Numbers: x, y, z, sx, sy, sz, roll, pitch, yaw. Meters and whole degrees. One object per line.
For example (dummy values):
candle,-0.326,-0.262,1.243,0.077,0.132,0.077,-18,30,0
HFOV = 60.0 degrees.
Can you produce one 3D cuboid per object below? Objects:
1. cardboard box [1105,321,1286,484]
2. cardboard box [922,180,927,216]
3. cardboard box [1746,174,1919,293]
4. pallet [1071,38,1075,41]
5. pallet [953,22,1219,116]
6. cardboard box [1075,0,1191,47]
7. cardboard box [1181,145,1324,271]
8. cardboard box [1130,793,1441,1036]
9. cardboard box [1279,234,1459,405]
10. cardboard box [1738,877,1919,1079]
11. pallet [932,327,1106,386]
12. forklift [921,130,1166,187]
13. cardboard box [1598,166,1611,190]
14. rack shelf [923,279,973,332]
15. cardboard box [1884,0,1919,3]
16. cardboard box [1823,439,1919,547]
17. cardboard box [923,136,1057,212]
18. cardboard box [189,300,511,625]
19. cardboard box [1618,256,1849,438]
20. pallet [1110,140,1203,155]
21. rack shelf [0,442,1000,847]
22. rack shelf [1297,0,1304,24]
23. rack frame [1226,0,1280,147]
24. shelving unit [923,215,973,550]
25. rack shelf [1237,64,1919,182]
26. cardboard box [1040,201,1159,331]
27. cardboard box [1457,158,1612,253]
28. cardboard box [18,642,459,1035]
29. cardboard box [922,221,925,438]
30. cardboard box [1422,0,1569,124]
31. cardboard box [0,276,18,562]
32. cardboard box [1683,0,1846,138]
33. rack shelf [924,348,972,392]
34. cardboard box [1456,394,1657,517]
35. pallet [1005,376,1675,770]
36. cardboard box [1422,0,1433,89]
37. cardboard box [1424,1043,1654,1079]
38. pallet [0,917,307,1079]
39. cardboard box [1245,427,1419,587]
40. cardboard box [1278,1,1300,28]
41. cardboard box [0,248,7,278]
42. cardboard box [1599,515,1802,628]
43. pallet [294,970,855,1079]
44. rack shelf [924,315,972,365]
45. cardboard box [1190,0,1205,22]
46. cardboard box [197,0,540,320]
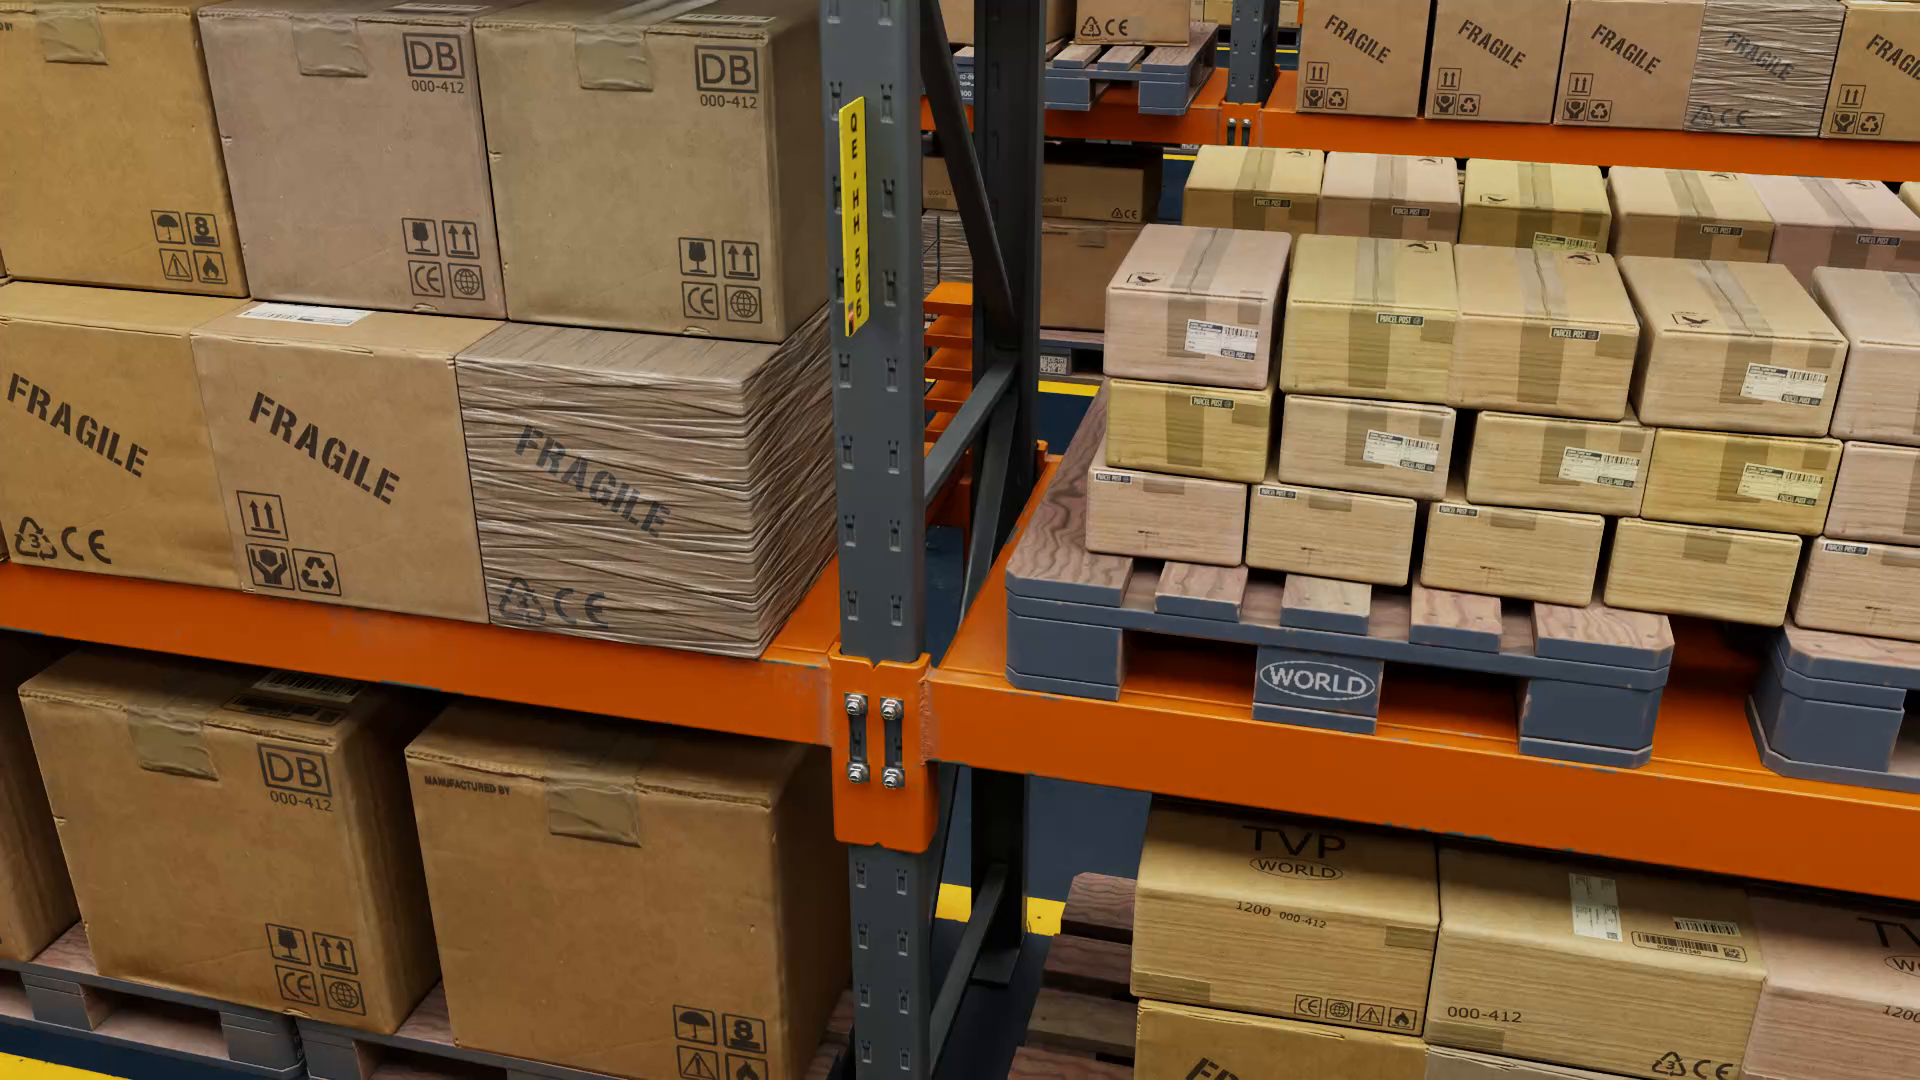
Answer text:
cardboard box,0.403,-0.244,2.730,0.250,0.149,0.380,7,26,15
cardboard box,-0.427,-1.468,8.240,0.500,0.500,0.700,9,27,17
cardboard box,1.561,-0.541,3.008,0.250,0.149,0.380,6,26,13
pallet,1.823,-5.323,17.186,1.213,0.211,1.003,6,26,13
pallet,0.601,-2.168,7.537,1.003,0.211,1.213,6,26,13
cardboard box,0.785,-2.499,7.404,0.500,0.500,0.500,3,26,7
cardboard box,0.574,-0.652,3.241,0.250,0.149,0.380,5,26,11
cardboard box,0.592,0.606,3.034,0.500,0.250,0.500,5,26,11
cardboard box,0.645,-0.356,2.619,0.250,0.149,0.380,6,26,12
cardboard box,1.559,0.719,2.797,0.500,0.250,0.500,7,26,13
pallet,0.561,-1.048,8.205,1.213,0.211,1.003,6,26,13
forklift,-0.257,-3.391,9.963,3.031,2.935,1.130,7,26,14
cardboard box,2.842,-1.272,7.415,0.875,0.875,1.225,6,26,13
rack shelf,-0.014,-0.828,5.860,0.180,0.103,0.258,6,26,13
cardboard box,3.909,-2.436,6.593,0.637,0.503,0.797,7,26,14
cardboard box,1.411,-0.134,2.501,0.250,0.149,0.380,6,26,13
cardboard box,0.145,-1.743,7.945,0.500,0.250,0.500,9,27,19
cardboard box,-1.001,-0.204,3.073,0.500,0.500,0.500,6,26,13
cardboard box,1.138,-0.299,2.500,0.250,0.149,0.380,5,26,11
pallet,1.811,-3.125,12.568,1.213,0.211,1.003,6,26,13
rack shelf,-1.952,-0.058,3.719,4.000,0.370,1.077,6,26,13
rack shelf,0.614,-4.174,12.365,4.000,0.370,1.077,6,26,13
rack frame,1.318,-2.223,7.429,0.127,3.000,1.000,6,26,13
shelving unit,-0.014,-0.543,5.995,0.189,1.200,0.258,6,26,13
rack shelf,3.255,-1.684,7.134,4.000,0.370,1.077,6,26,13
cardboard box,0.664,-1.356,8.005,0.500,0.500,0.700,5,26,10
cardboard box,1.070,-0.596,3.124,0.250,0.149,0.380,7,26,15
cardboard box,-1.430,0.463,3.917,0.750,0.750,1.050,7,26,14
cardboard box,-0.383,-0.374,3.430,0.500,0.500,0.500,7,26,14
cardboard box,2.221,-2.048,6.946,0.500,0.500,0.500,6,26,12
cardboard box,-1.983,-0.311,3.297,0.500,0.500,0.500,7,26,14
cardboard box,3.202,-1.940,6.720,0.500,0.500,0.500,6,26,13
rack shelf,-0.014,-0.612,5.963,0.180,0.103,0.258,6,26,13
cardboard box,0.925,-0.188,2.614,0.250,0.149,0.380,5,26,11
pallet,0.701,-0.050,3.089,1.003,0.211,1.213,6,26,13
cardboard box,2.339,-2.262,7.396,0.500,0.500,0.500,6,26,13
cardboard box,1.094,1.005,3.069,0.500,0.500,0.500,7,26,14
pallet,-1.938,0.843,4.233,1.213,0.211,1.003,6,26,13
cardboard box,0.628,-0.084,2.741,0.250,0.149,0.380,8,26,16
cardboard box,3.218,-5.249,16.497,0.500,0.250,0.500,7,26,14
cardboard box,-1.930,-0.880,3.329,0.500,0.500,0.700,6,26,12
cardboard box,1.151,-0.027,2.621,0.250,0.149,0.380,8,26,15
pallet,-0.760,0.975,3.957,1.213,0.211,1.003,6,26,13
rack shelf,-0.014,-0.720,5.911,0.180,0.103,0.258,6,26,13
cardboard box,2.232,-5.358,16.725,0.500,0.250,0.500,7,26,14
cardboard box,-0.938,-0.771,3.100,0.500,0.500,0.700,6,26,12
